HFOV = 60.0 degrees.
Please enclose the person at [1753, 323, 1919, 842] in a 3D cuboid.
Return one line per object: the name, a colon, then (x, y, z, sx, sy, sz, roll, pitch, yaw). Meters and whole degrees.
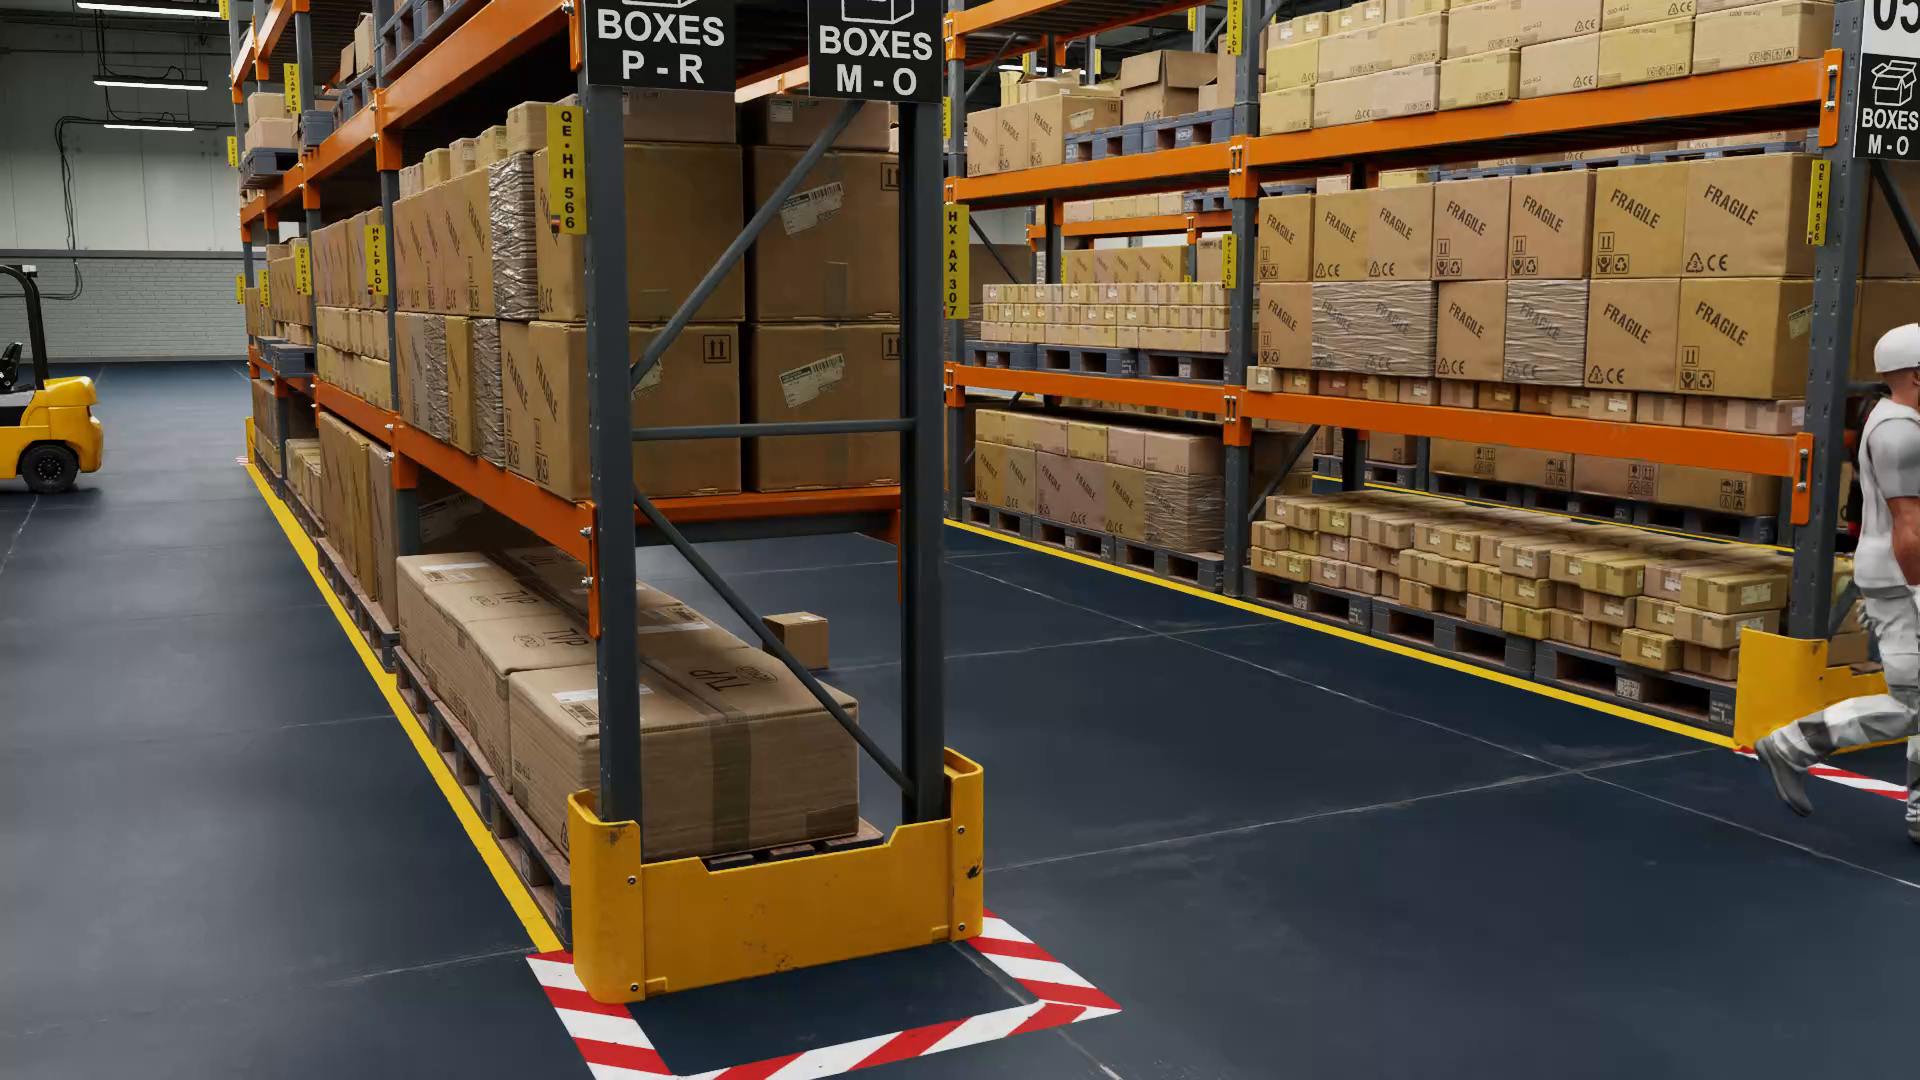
person: (3.188, 0.153, 5.654, 0.785, 1.765, 0.538, 5, 10, 32)
